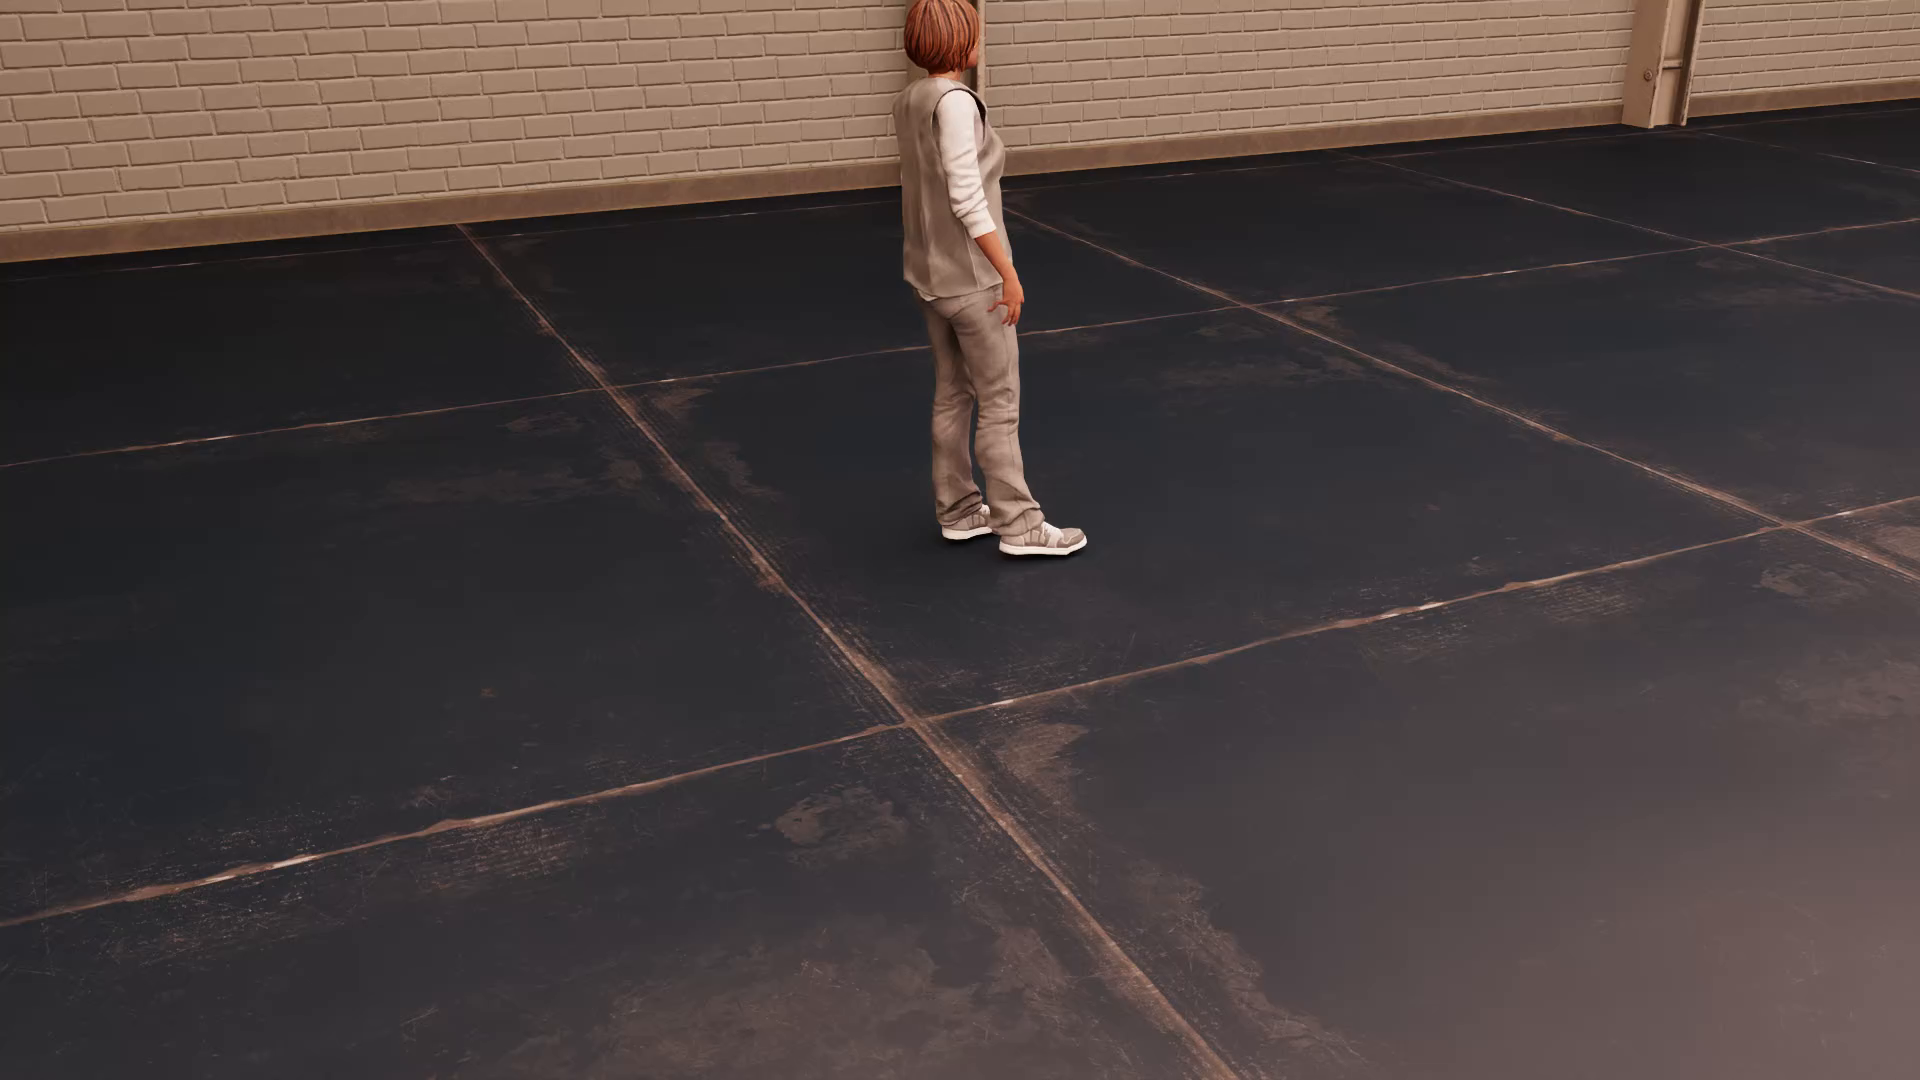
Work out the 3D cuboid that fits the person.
[{"bbox_3d":[0.074,-0.752,4.815,0.473,1.599,0.520,-10,25,-23],"label":"person"}]
